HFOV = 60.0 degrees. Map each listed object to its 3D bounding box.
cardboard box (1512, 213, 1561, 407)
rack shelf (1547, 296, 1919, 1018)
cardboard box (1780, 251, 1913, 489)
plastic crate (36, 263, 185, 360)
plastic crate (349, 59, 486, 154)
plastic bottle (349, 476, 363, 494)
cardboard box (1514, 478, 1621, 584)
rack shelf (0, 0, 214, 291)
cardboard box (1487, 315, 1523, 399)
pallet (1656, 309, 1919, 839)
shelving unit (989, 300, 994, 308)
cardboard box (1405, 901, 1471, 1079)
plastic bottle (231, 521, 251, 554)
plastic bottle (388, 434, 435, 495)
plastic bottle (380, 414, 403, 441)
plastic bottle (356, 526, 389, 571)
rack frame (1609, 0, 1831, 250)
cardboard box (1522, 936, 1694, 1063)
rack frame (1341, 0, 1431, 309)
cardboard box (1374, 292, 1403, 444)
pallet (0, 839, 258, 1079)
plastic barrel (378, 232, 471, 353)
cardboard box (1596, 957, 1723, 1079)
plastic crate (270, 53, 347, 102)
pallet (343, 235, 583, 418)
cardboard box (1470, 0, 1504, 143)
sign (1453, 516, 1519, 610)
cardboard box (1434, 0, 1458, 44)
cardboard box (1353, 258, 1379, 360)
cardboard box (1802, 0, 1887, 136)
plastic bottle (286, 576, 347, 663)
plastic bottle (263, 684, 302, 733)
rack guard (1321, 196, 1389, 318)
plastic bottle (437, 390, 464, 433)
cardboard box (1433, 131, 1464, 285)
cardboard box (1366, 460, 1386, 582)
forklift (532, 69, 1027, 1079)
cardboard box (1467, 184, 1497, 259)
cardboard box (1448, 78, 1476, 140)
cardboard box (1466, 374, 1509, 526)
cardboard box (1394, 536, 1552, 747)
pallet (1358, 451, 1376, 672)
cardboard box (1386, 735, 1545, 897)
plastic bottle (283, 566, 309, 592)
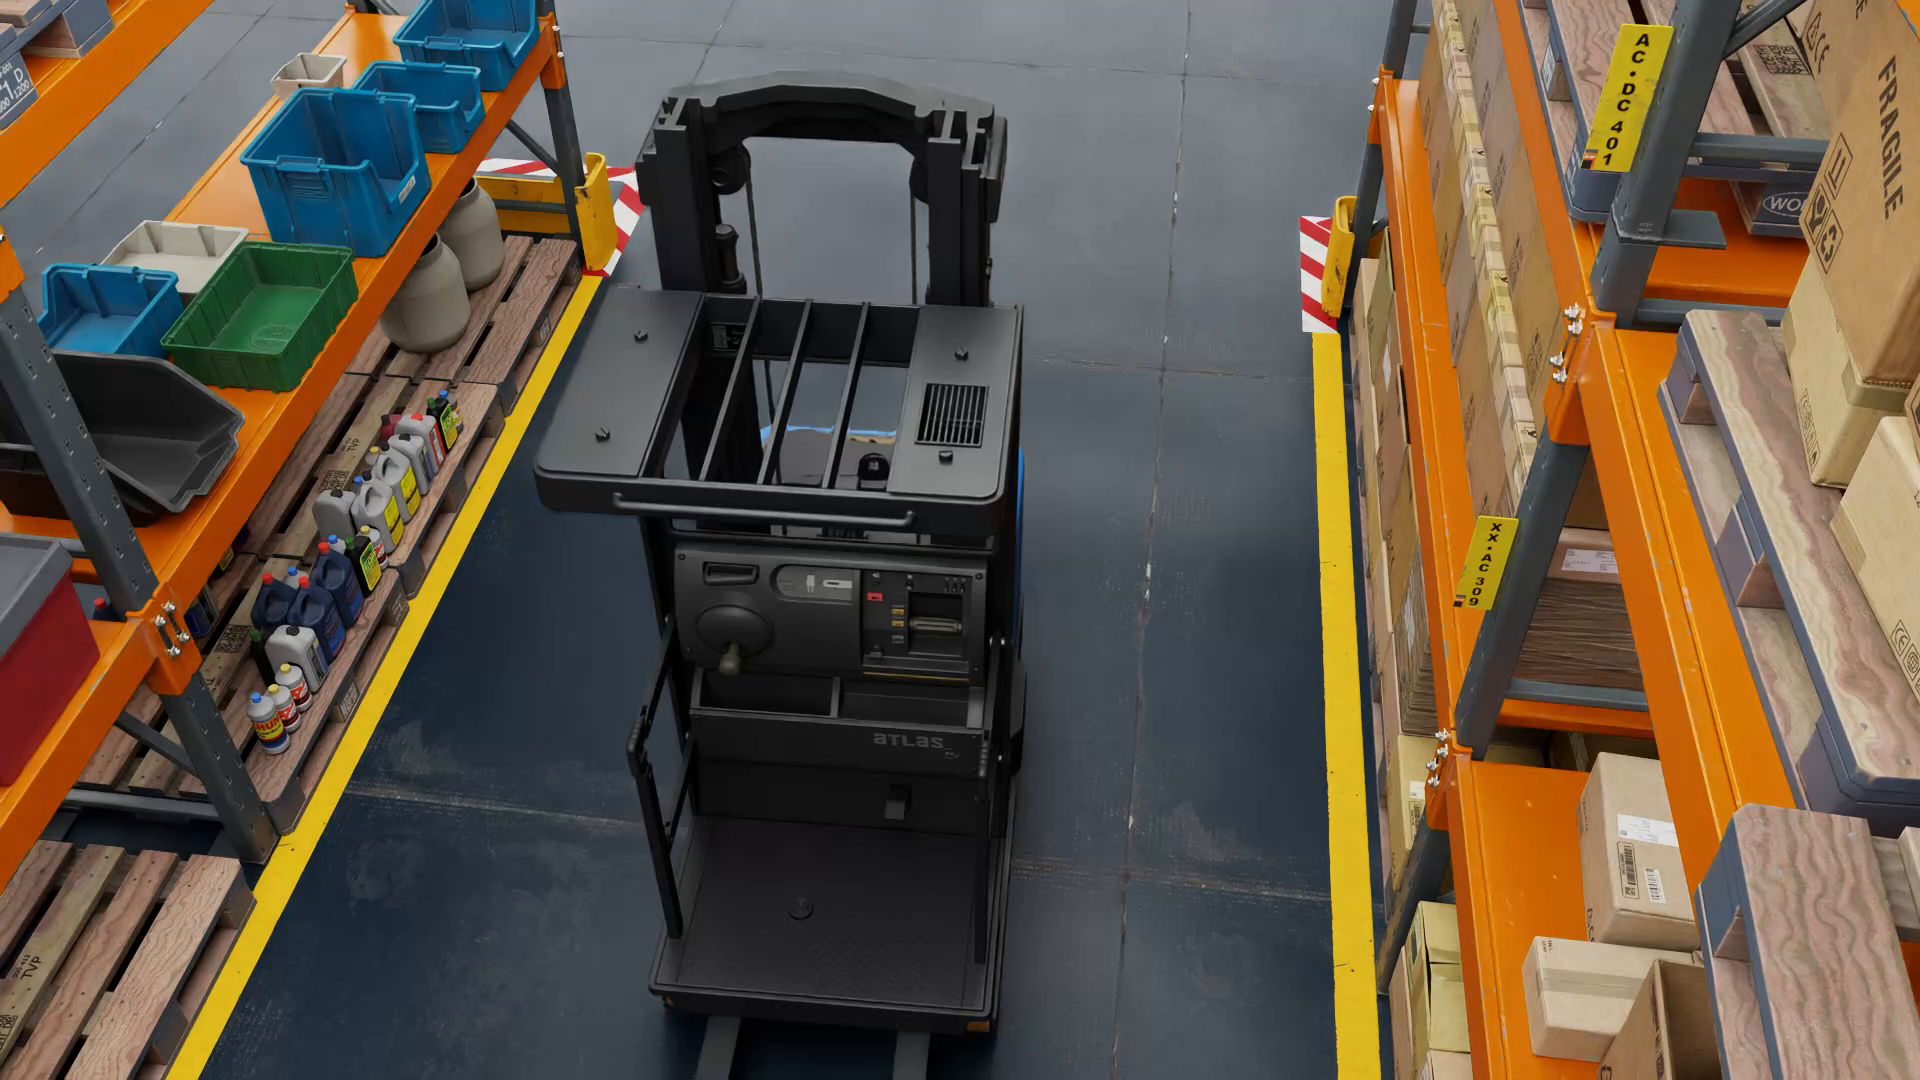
[{"bbox_3d":[2.031,-0.700,4.791,0.700,0.500,0.500,5,44,5],"label":"cardboard box"},{"bbox_3d":[1.648,0.990,2.364,1.077,0.370,4.000,5,44,6],"label":"rack shelf"},{"bbox_3d":[1.822,-0.313,3.021,0.500,0.250,0.500,9,44,10],"label":"cardboard box"},{"bbox_3d":[-3.119,-0.723,5.940,0.499,0.251,0.616,5,44,6],"label":"plastic crate"},{"bbox_3d":[-2.329,-1.860,7.141,0.499,0.251,0.408,5,44,6],"label":"plastic crate"},{"bbox_3d":[-2.498,-0.180,6.974,0.097,0.201,0.097,0,43,0],"label":"plastic bottle"},{"bbox_3d":[1.736,-0.022,4.547,0.380,0.149,0.250,5,44,5],"label":"cardboard box"},{"bbox_3d":[-2.732,-2.189,5.722,1.077,0.370,4.000,5,44,6],"label":"rack shelf"},{"bbox_3d":[1.837,-0.548,5.102,0.380,0.149,0.250,5,44,5],"label":"cardboard box"},{"bbox_3d":[1.809,0.037,2.986,0.805,0.209,1.217,4,44,4],"label":"pallet"},{"bbox_3d":[0.002,-0.446,6.848,0.258,1.200,0.189,5,44,6],"label":"shelving unit"},{"bbox_3d":[1.611,1.356,4.923,0.500,0.311,0.500,5,44,6],"label":"cardboard box"},{"bbox_3d":[-2.998,-0.088,6.817,0.061,0.283,0.133,5,44,6],"label":"plastic bottle"},{"bbox_3d":[-2.355,-0.339,7.088,0.152,0.276,0.135,4,44,4],"label":"plastic bottle"},{"bbox_3d":[-2.442,-0.446,7.195,0.061,0.283,0.133,5,44,6],"label":"plastic bottle"},{"bbox_3d":[-2.393,0.027,6.756,0.097,0.201,0.097,0,43,0],"label":"plastic bottle"},{"bbox_3d":[1.913,-1.724,2.525,1.000,3.000,0.127,5,44,6],"label":"rack frame"},{"bbox_3d":[1.593,1.131,4.056,0.380,0.149,0.250,5,44,6],"label":"cardboard box"},{"bbox_3d":[2.442,-2.271,7.467,1.000,3.000,0.127,5,44,6],"label":"rack frame"},{"bbox_3d":[2.033,-0.669,6.924,0.500,0.500,0.500,5,44,6],"label":"cardboard box"},{"bbox_3d":[-3.062,1.553,5.456,1.003,0.211,1.213,5,44,6],"label":"pallet"},{"bbox_3d":[-2.545,-1.176,7.814,0.421,0.512,0.421,0,43,0],"label":"plastic barrel"},{"bbox_3d":[1.725,1.299,3.623,0.500,0.500,0.500,8,44,9],"label":"cardboard box"},{"bbox_3d":[-2.905,-2.048,7.423,0.298,0.136,0.250,5,44,6],"label":"plastic crate"},{"bbox_3d":[-2.544,-1.102,8.261,1.003,0.211,1.213,5,44,6],"label":"pallet"},{"bbox_3d":[2.230,-1.723,5.872,0.700,0.500,0.500,5,44,6],"label":"cardboard box"},{"bbox_3d":[1.362,0.062,4.315,0.100,0.325,0.005,5,44,6],"label":"sign"},{"bbox_3d":[2.144,-2.115,6.758,0.380,0.149,0.250,4,44,4],"label":"cardboard box"},{"bbox_3d":[2.150,-1.080,7.903,0.500,0.250,0.500,5,44,6],"label":"cardboard box"},{"bbox_3d":[2.241,-1.193,3.667,0.500,0.500,0.500,9,44,9],"label":"cardboard box"},{"bbox_3d":[-2.479,0.292,6.367,0.144,0.351,0.185,6,44,7],"label":"plastic bottle"},{"bbox_3d":[-2.507,0.612,6.137,0.097,0.201,0.097,0,43,0],"label":"plastic bottle"},{"bbox_3d":[2.445,-1.380,8.344,1.175,0.500,0.348,5,44,6],"label":"rack guard"},{"bbox_3d":[-2.276,-0.576,7.392,0.097,0.201,0.097,0,43,0],"label":"plastic bottle"},{"bbox_3d":[2.231,-1.294,6.363,0.700,0.500,0.500,6,44,6],"label":"cardboard box"},{"bbox_3d":[1.950,-0.058,6.824,0.500,0.250,0.500,5,44,6],"label":"cardboard box"},{"bbox_3d":[-0.403,0.316,4.784,1.130,2.935,3.031,4,44,4],"label":"forklift"},{"bbox_3d":[1.938,-1.068,5.652,0.380,0.149,0.250,7,44,7],"label":"cardboard box"},{"bbox_3d":[2.041,-1.591,6.205,0.380,0.149,0.250,4,44,4],"label":"cardboard box"},{"bbox_3d":[2.028,-0.244,5.254,0.700,0.500,0.500,5,44,5],"label":"cardboard box"},{"bbox_3d":[1.835,0.353,5.845,0.500,0.500,0.500,5,44,6],"label":"cardboard box"},{"bbox_3d":[2.218,0.095,6.996,1.003,0.211,1.213,5,44,6],"label":"pallet"},{"bbox_3d":[1.757,0.965,5.744,0.500,0.250,0.500,5,44,6],"label":"cardboard box"},{"bbox_3d":[-2.579,0.211,6.510,0.097,0.271,0.097,0,43,0],"label":"plastic bottle"}]
